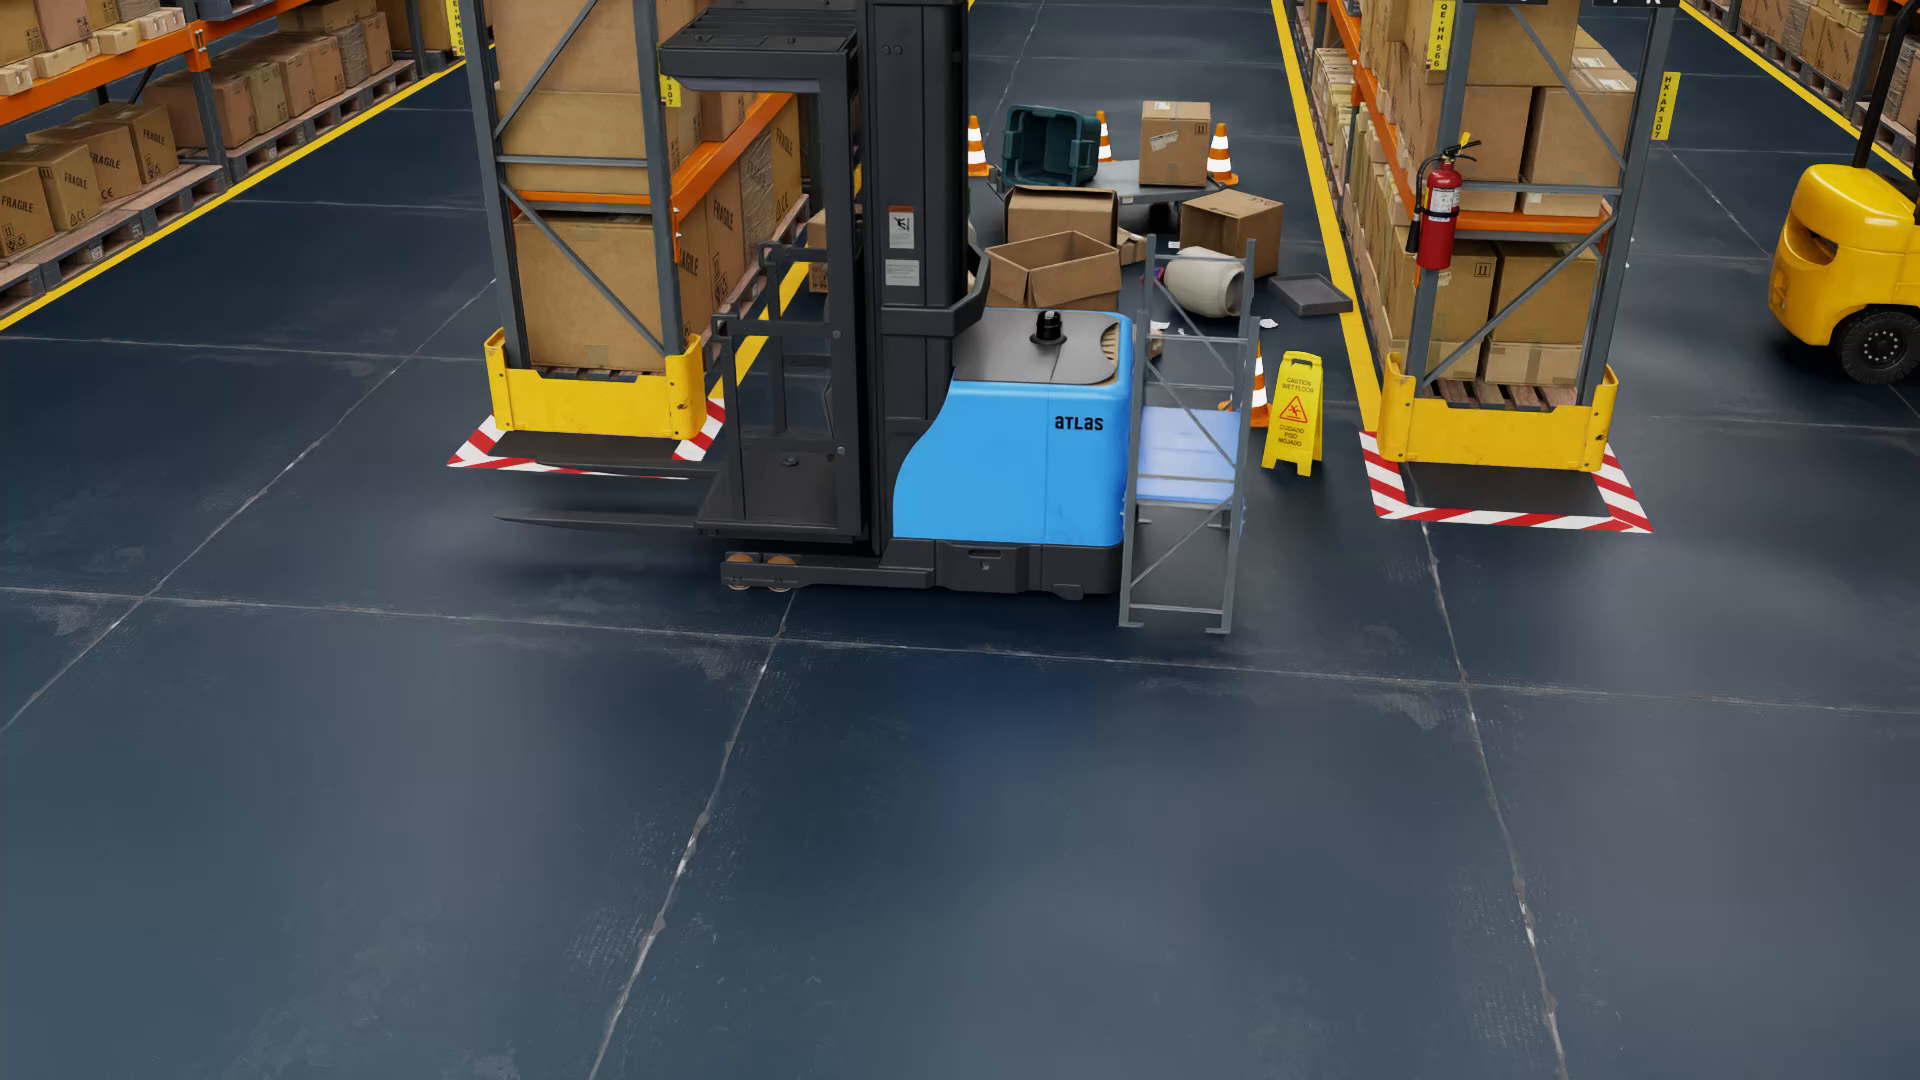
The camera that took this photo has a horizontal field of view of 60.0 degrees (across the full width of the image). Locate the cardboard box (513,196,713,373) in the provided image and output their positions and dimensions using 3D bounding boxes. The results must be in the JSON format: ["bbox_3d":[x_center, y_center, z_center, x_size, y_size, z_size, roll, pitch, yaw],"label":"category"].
[{"bbox_3d":[-2.023,-1.575,9.808,0.875,0.875,0.875,4,29,6],"label":"cardboard box"}]

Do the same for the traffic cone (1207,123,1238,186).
[{"bbox_3d":[2.137,-3.193,13.689,0.336,0.463,0.334,3,28,6],"label":"traffic cone"}]

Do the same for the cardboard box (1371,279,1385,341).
[{"bbox_3d":[2.788,-1.376,10.098,0.500,0.250,0.500,3,29,6],"label":"cardboard box"}]

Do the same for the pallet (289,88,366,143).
[{"bbox_3d":[-6.220,-3.936,15.333,1.003,0.211,1.213,3,28,6],"label":"pallet"}]

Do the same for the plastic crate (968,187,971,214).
[{"bbox_3d":[-0.272,-2.514,12.659,0.450,0.188,0.662,9,28,37],"label":"plastic crate"}]

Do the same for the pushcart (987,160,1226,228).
[{"bbox_3d":[1.106,-2.599,12.677,1.648,0.377,0.936,-6,29,-11],"label":"pushcart"}]

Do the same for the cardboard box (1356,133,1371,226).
[{"bbox_3d":[2.980,-2.435,11.272,0.500,0.500,0.500,4,29,8],"label":"cardboard box"}]

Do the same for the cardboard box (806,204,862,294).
[{"bbox_3d":[-0.722,-1.995,11.424,0.500,0.500,0.500,8,29,15],"label":"cardboard box"}]

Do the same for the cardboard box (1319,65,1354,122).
[{"bbox_3d":[3.703,-3.943,14.733,0.950,0.372,0.625,3,28,5],"label":"cardboard box"}]

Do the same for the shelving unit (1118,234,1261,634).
[{"bbox_3d":[1.041,-0.500,7.594,0.538,1.500,1.048,4,29,7],"label":"shelving unit"}]

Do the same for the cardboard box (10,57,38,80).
[{"bbox_3d":[-6.500,-3.173,11.243,0.380,0.149,0.250,3,28,6],"label":"cardboard box"}]

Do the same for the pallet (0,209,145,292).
[{"bbox_3d":[-6.655,-2.099,11.924,1.003,0.211,1.213,3,28,6],"label":"pallet"}]

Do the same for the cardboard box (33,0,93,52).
[{"bbox_3d":[-6.635,-3.713,11.560,0.875,0.500,0.500,3,28,6],"label":"cardboard box"}]

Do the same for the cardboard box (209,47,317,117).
[{"bbox_3d":[-6.219,-4.089,14.848,0.700,0.500,0.500,1,28,2],"label":"cardboard box"}]

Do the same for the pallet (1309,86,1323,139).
[{"bbox_3d":[3.767,-3.932,15.327,1.003,0.211,1.213,3,28,6],"label":"pallet"}]

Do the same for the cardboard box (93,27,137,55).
[{"bbox_3d":[-6.246,-3.636,12.102,0.380,0.149,0.250,3,28,6],"label":"cardboard box"}]

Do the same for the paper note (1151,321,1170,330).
[{"bbox_3d":[1.278,-1.402,10.831,0.148,0.019,0.142,14,31,24],"label":"paper note"}]

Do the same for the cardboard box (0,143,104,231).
[{"bbox_3d":[-6.610,-2.552,12.018,0.500,0.500,0.500,1,28,2],"label":"cardboard box"}]

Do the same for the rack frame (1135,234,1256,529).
[{"bbox_3d":[1.111,-0.739,8.037,0.500,1.500,0.032,4,29,7],"label":"rack frame"}]

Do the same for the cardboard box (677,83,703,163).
[{"bbox_3d":[-1.994,-2.506,9.580,0.875,0.550,0.550,3,28,6],"label":"cardboard box"}]

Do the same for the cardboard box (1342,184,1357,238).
[{"bbox_3d":[3.034,-2.357,11.919,0.500,0.250,0.500,2,28,4],"label":"cardboard box"}]

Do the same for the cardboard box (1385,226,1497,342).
[{"bbox_3d":[2.724,-1.459,9.461,0.500,0.500,0.500,4,29,7],"label":"cardboard box"}]

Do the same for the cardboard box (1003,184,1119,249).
[{"bbox_3d":[0.693,-2.137,11.544,0.797,0.637,0.503,3,28,6],"label":"cardboard box"}]

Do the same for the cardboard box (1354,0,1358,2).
[{"bbox_3d":[3.209,-4.224,12.750,0.380,0.149,0.250,3,28,5],"label":"cardboard box"}]

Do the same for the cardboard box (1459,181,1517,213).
[{"bbox_3d":[2.718,-1.840,8.767,0.380,0.149,0.250,4,29,8],"label":"cardboard box"}]

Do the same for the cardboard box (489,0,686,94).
[{"bbox_3d":[-1.957,-2.716,8.832,0.875,0.550,0.550,3,28,6],"label":"cardboard box"}]

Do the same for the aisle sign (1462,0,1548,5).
[{"bbox_3d":[2.589,-2.894,7.719,0.394,0.787,0.004,3,28,6],"label":"aisle sign"}]

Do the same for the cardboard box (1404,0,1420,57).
[{"bbox_3d":[2.800,-2.868,8.938,0.700,0.500,0.500,4,29,7],"label":"cardboard box"}]

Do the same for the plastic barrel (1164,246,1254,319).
[{"bbox_3d":[1.635,-1.688,10.937,0.421,0.421,0.512,-24,36,-37],"label":"plastic barrel"}]

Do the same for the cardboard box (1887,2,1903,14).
[{"bbox_3d":[9.175,-5.084,16.032,0.380,0.149,0.250,4,29,7],"label":"cardboard box"}]

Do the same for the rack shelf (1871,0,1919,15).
[{"bbox_3d":[8.546,-3.983,13.239,1.077,0.370,4.000,3,28,6],"label":"rack shelf"}]

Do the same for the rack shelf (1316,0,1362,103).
[{"bbox_3d":[3.620,-4.270,13.771,1.077,0.370,4.000,3,28,6],"label":"rack shelf"}]

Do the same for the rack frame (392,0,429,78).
[{"bbox_3d":[-5.971,-6.104,16.417,1.000,3.000,0.127,3,28,6],"label":"rack frame"}]

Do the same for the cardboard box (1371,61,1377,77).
[{"bbox_3d":[3.038,-3.283,11.446,0.380,0.149,0.250,4,29,8],"label":"cardboard box"}]

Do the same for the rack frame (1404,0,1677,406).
[{"bbox_3d":[2.884,-1.762,8.358,1.000,3.000,0.127,3,28,6],"label":"rack frame"}]

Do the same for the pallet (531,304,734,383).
[{"bbox_3d":[-2.020,-1.155,10.172,1.003,0.211,1.213,3,28,6],"label":"pallet"}]

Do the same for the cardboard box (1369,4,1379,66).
[{"bbox_3d":[3.006,-3.391,10.963,0.500,0.500,0.500,3,28,6],"label":"cardboard box"}]

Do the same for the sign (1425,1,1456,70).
[{"bbox_3d":[2.336,-2.453,8.086,0.100,0.325,0.005,3,28,6],"label":"sign"}]

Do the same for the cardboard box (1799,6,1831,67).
[{"bbox_3d":[8.763,-5.018,16.595,0.500,0.500,0.500,5,29,8],"label":"cardboard box"}]

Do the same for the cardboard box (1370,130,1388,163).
[{"bbox_3d":[2.868,-2.549,10.800,0.380,0.149,0.250,5,29,9],"label":"cardboard box"}]

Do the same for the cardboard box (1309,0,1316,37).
[{"bbox_3d":[4.255,-5.938,17.907,0.875,0.875,0.875,4,29,8],"label":"cardboard box"}]

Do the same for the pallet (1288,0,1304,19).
[{"bbox_3d":[4.526,-6.536,20.160,1.003,0.211,1.213,3,28,6],"label":"pallet"}]

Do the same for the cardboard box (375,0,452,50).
[{"bbox_3d":[-5.865,-5.677,17.422,1.225,0.875,0.875,2,28,4],"label":"cardboard box"}]

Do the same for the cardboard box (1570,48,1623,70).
[{"bbox_3d":[3.278,-2.388,9.101,0.500,0.500,0.500,4,29,8],"label":"cardboard box"}]

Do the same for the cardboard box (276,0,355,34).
[{"bbox_3d":[-6.078,-4.960,15.674,0.500,0.250,0.500,7,29,12],"label":"cardboard box"}]

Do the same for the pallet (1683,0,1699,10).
[{"bbox_3d":[9.514,-6.795,20.641,1.003,0.211,1.213,3,28,6],"label":"pallet"}]

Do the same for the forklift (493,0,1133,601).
[{"bbox_3d":[-0.705,-1.293,7.559,3.031,2.935,1.130,3,28,5],"label":"forklift"}]

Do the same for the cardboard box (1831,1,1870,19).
[{"bbox_3d":[8.679,-5.110,16.081,0.380,0.149,0.250,2,28,5],"label":"cardboard box"}]

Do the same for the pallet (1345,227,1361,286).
[{"bbox_3d":[3.327,-2.099,11.924,1.003,0.211,1.213,3,28,6],"label":"pallet"}]

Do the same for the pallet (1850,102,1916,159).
[{"bbox_3d":[8.652,-3.628,14.762,1.003,0.211,1.213,3,28,6],"label":"pallet"}]

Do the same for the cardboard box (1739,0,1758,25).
[{"bbox_3d":[8.999,-5.994,18.405,0.500,0.500,0.500,5,29,8],"label":"cardboard box"}]

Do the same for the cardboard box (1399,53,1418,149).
[{"bbox_3d":[2.743,-2.444,9.205,0.500,0.500,0.500,3,29,6],"label":"cardboard box"}]

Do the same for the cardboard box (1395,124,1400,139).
[{"bbox_3d":[2.805,-2.446,9.892,0.380,0.149,0.250,3,28,6],"label":"cardboard box"}]

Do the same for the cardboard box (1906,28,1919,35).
[{"bbox_3d":[9.121,-4.508,15.647,0.500,0.500,0.500,4,29,8],"label":"cardboard box"}]
